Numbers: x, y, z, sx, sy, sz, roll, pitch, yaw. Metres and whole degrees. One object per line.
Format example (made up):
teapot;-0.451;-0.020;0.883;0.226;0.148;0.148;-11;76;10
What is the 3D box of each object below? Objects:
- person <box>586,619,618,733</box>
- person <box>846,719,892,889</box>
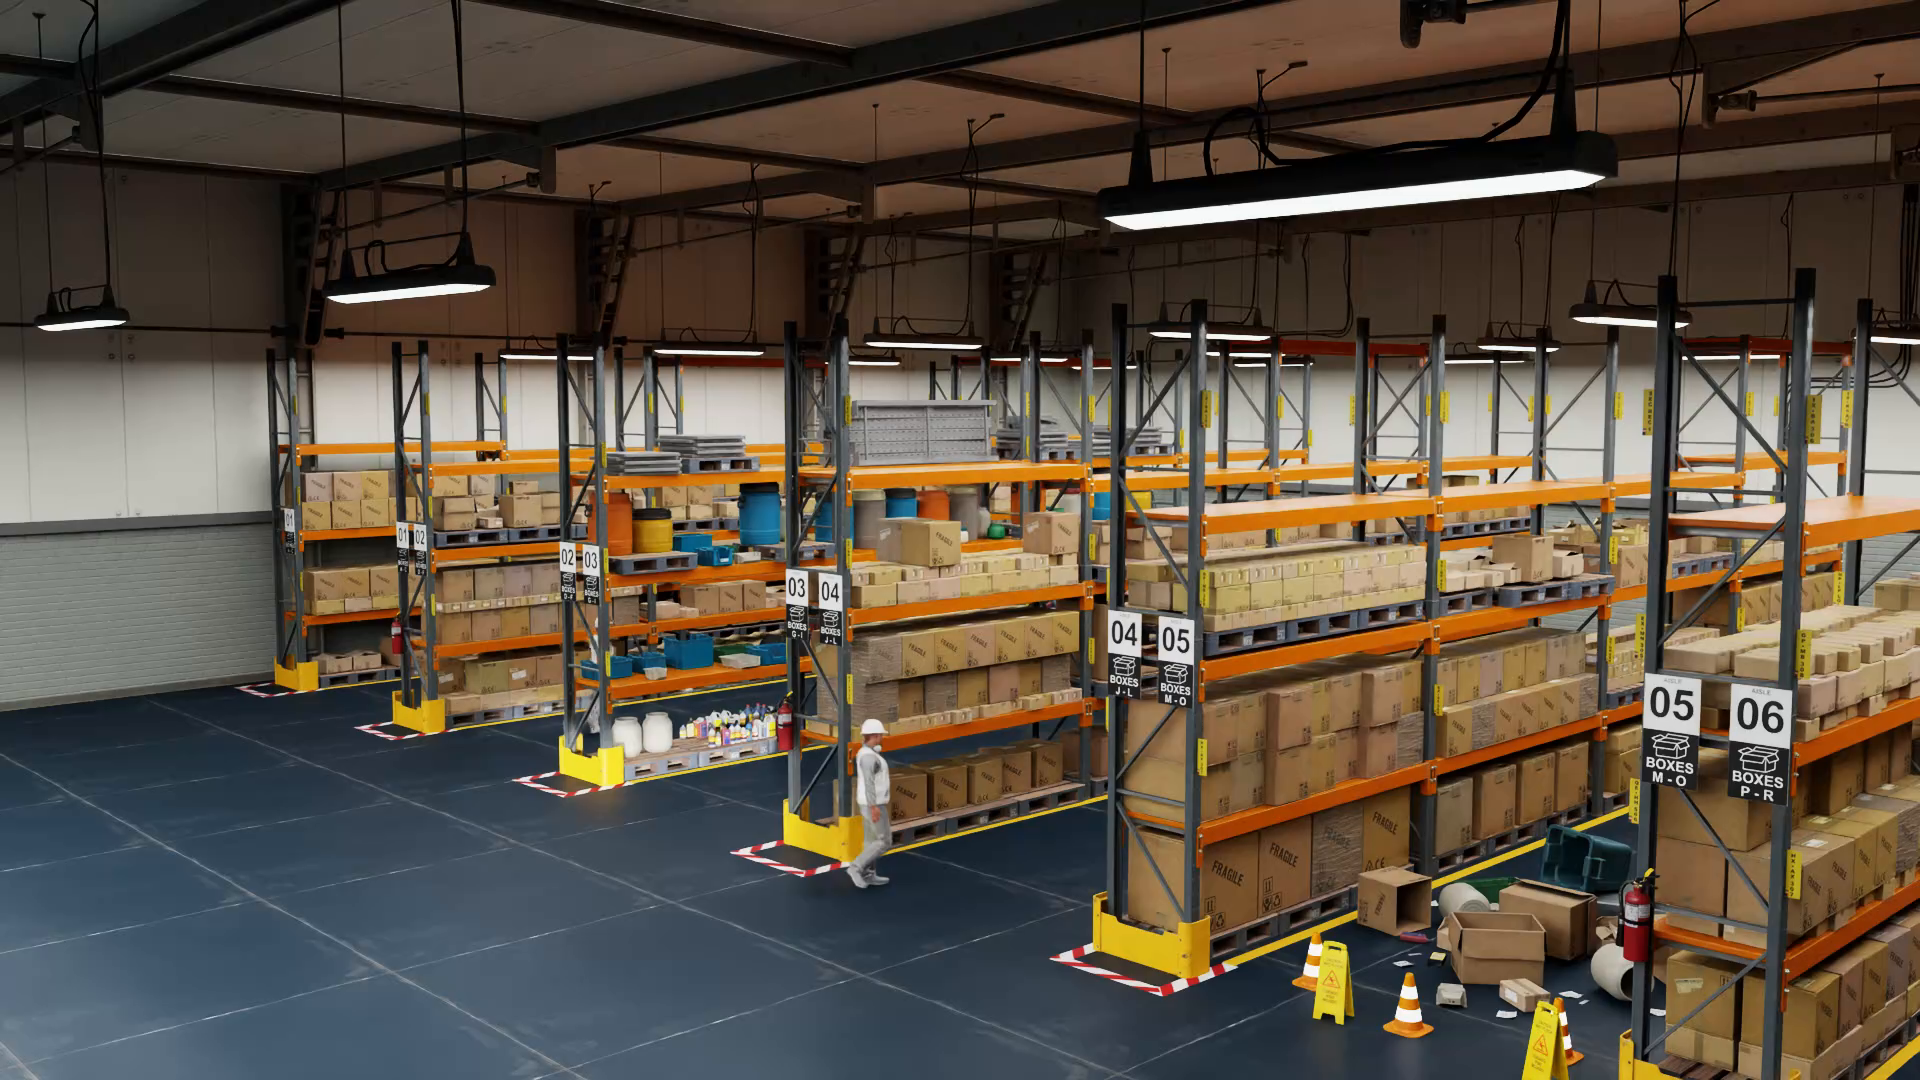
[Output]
person;-5.545;2.068;25.508;0.502;1.771;0.591;-3;6;-32
person;-0.971;2.773;17.510;0.484;1.766;0.621;-1;5;-8
